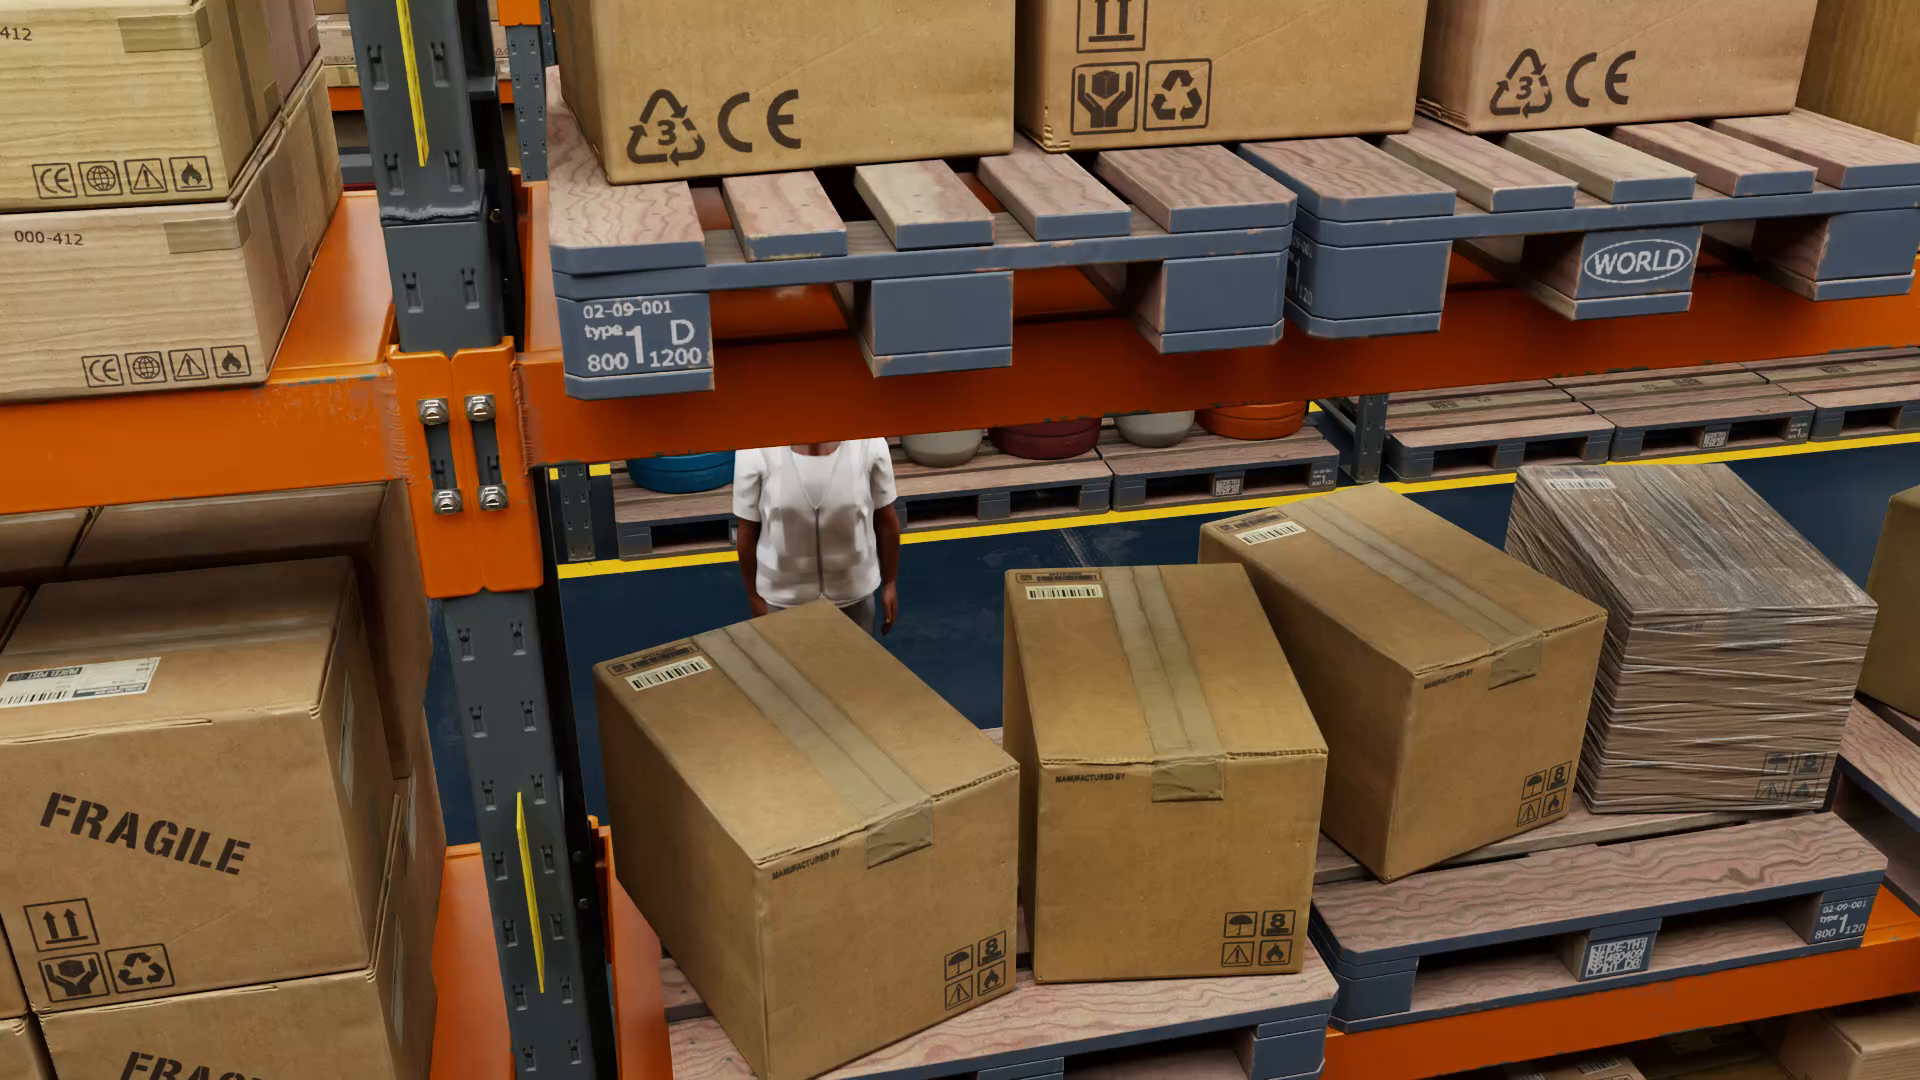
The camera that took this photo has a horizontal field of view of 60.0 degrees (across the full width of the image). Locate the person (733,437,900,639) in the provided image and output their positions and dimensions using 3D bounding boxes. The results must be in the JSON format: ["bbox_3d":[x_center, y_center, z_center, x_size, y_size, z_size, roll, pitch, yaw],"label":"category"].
[{"bbox_3d":[-0.480,0.170,5.753,0.563,1.761,0.355,-5,27,-11],"label":"person"}]
